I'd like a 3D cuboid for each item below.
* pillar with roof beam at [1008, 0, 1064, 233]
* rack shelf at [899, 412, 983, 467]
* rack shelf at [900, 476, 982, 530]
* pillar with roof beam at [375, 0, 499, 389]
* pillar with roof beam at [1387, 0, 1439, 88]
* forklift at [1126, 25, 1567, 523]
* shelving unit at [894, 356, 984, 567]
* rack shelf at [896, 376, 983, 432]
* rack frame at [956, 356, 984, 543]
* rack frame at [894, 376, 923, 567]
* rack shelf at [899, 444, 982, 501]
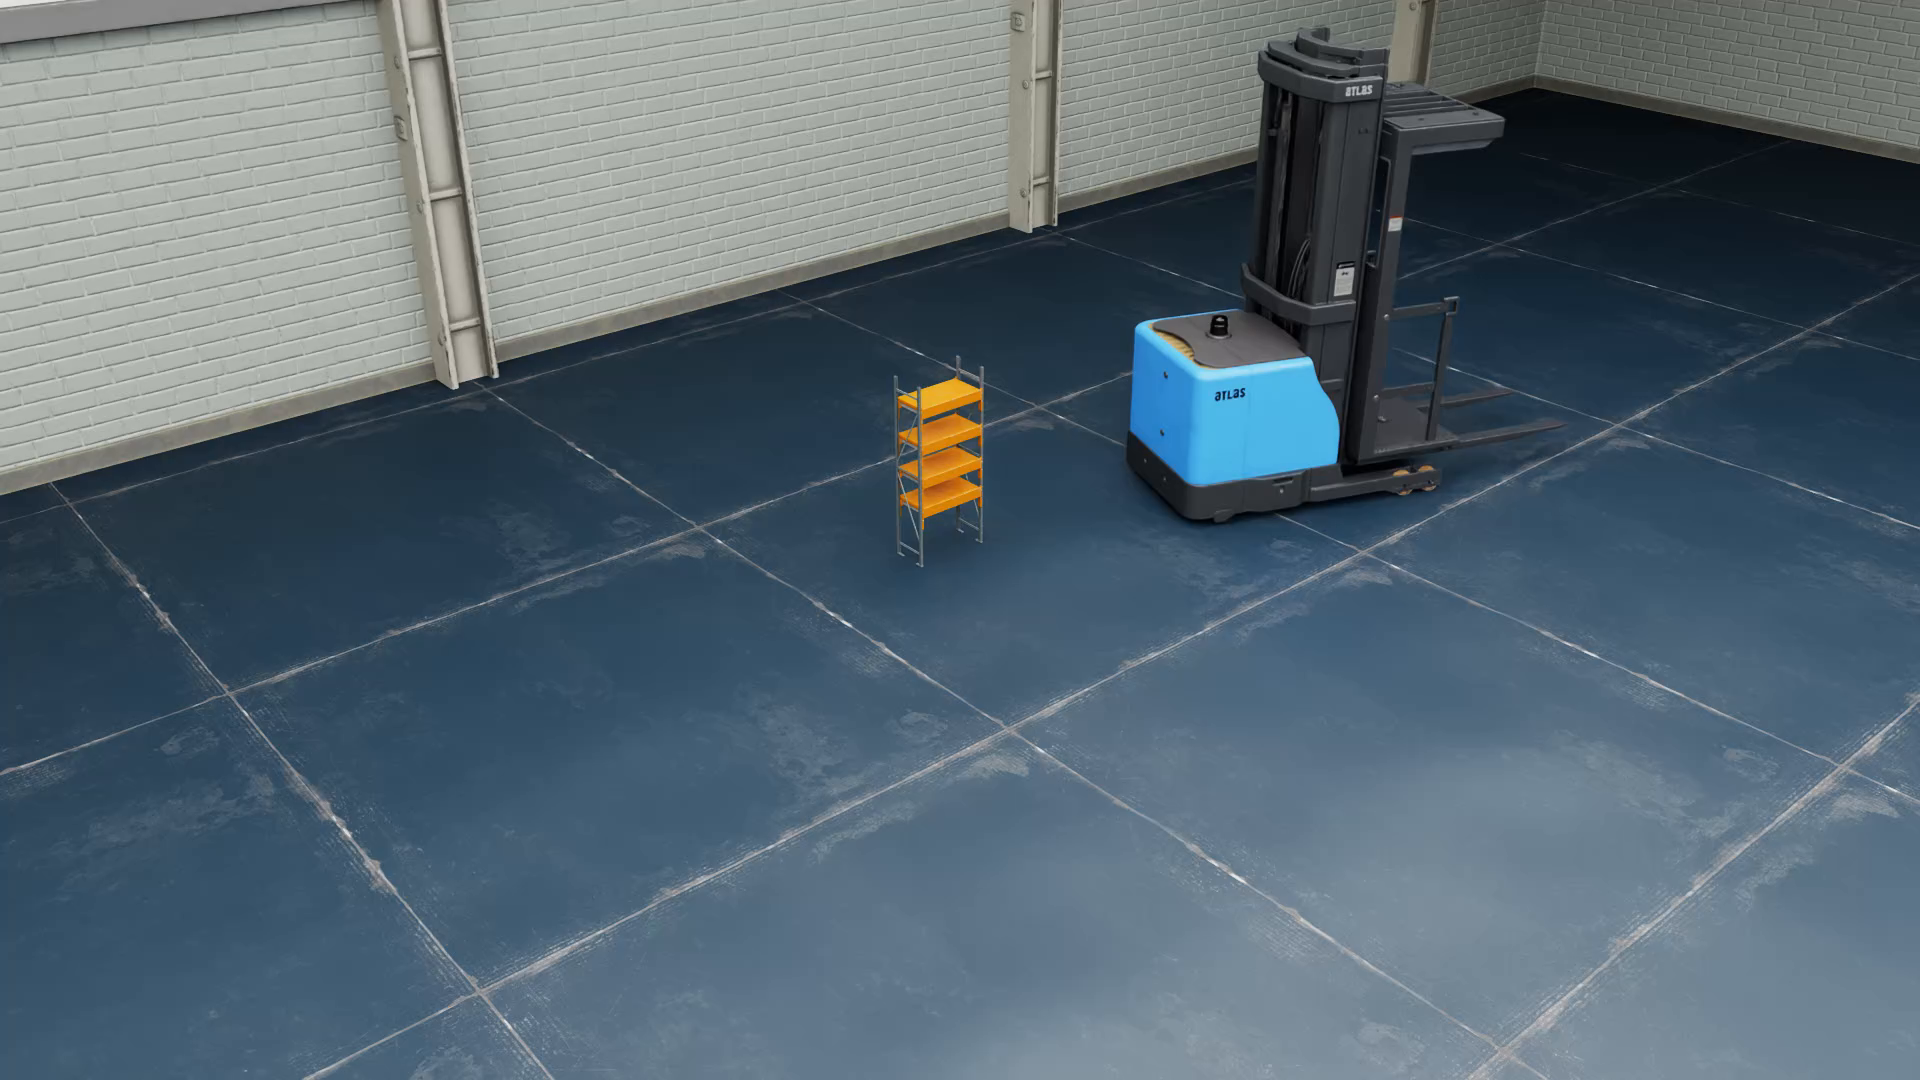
[{"bbox_3d":[3.511,-5.531,11.411,0.400,9.000,9.100,-22,35,-35],"label":"pillar with roof beam"},{"bbox_3d":[-0.126,-0.616,10.157,0.480,0.148,0.258,-22,35,-35],"label":"rack shelf"},{"bbox_3d":[-0.126,-0.244,10.356,0.480,0.148,0.258,-22,35,-35],"label":"rack shelf"},{"bbox_3d":[-1.054,-3.696,7.977,0.400,9.000,9.100,-22,35,-35],"label":"pillar with roof beam"},{"bbox_3d":[8.075,-7.367,14.846,0.400,9.000,9.100,-22,35,-35],"label":"pillar with roof beam"},{"bbox_3d":[2.719,-1.818,10.901,3.031,2.935,1.130,-10,30,-17],"label":"forklift"},{"bbox_3d":[-0.126,-0.479,10.231,0.503,1.200,0.258,-22,35,-35],"label":"shelving unit"},{"bbox_3d":[-0.126,-0.825,10.046,0.480,0.148,0.258,-22,35,-35],"label":"rack shelf"},{"bbox_3d":[0.060,-0.553,10.370,0.015,1.200,0.240,-22,35,-35],"label":"rack frame"},{"bbox_3d":[-0.312,-0.404,10.091,0.015,1.200,0.240,-22,35,-35],"label":"rack frame"},{"bbox_3d":[-0.126,-0.419,10.262,0.480,0.148,0.258,-22,35,-35],"label":"rack shelf"}]
